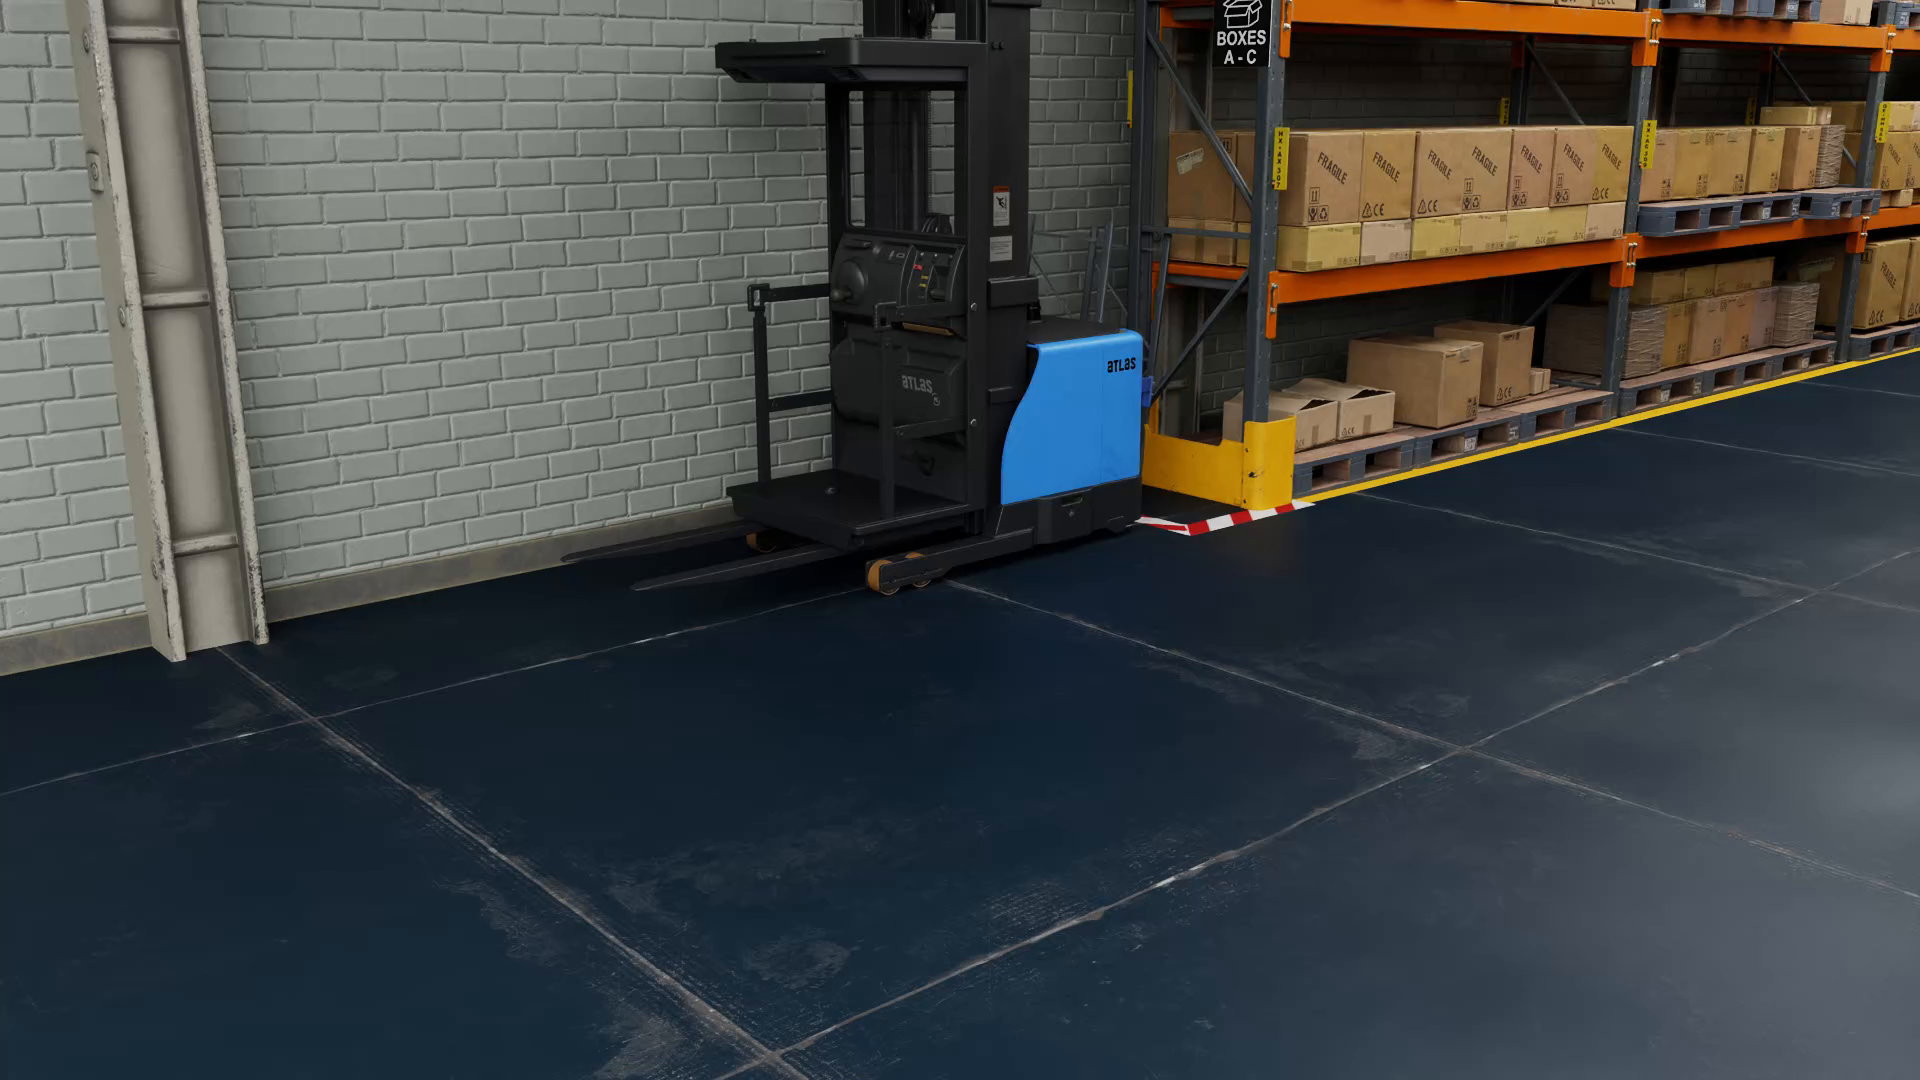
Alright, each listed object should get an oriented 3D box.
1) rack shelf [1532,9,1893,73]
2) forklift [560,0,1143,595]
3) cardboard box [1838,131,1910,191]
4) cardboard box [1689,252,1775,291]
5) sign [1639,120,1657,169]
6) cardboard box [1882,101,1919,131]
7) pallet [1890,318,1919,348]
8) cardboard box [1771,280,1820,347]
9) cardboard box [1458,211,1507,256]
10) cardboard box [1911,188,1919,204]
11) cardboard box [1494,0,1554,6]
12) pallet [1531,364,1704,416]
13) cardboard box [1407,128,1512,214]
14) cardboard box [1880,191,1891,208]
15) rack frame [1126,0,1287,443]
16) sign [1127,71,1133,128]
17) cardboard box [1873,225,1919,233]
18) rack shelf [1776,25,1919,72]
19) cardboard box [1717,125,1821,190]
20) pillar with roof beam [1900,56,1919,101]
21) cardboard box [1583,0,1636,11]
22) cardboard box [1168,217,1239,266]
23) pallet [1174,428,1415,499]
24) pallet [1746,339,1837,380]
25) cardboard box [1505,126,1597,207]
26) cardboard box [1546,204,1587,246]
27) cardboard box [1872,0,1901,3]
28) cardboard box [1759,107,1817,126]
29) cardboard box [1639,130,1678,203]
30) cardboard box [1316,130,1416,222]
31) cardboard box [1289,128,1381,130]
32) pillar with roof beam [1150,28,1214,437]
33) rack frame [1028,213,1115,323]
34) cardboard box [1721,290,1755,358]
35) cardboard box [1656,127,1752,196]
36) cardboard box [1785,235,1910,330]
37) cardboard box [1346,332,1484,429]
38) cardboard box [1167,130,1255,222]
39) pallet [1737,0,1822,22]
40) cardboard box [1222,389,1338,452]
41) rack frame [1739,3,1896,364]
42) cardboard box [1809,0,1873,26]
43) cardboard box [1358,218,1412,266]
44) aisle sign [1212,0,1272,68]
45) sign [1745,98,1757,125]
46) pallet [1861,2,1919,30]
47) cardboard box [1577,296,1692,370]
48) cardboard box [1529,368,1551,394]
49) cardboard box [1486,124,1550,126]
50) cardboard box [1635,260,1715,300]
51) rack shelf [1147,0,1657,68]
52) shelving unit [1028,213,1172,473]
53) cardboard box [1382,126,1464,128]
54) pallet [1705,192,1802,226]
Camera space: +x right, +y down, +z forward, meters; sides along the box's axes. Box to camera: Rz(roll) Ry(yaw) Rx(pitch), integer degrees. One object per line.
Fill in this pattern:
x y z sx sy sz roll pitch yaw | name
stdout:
5.891 -3.856 12.955 4.000 0.370 1.077 -13 19 -39 | rack shelf
-0.467 -1.310 7.973 3.031 2.935 1.130 -13 20 -40 | forklift
7.934 -3.327 14.586 0.500 0.500 0.500 -12 19 -38 | cardboard box
6.419 -2.244 13.877 0.500 0.250 0.500 -12 19 -38 | cardboard box
4.744 -2.730 11.479 0.005 0.325 0.100 -13 19 -39 | sign
8.316 -3.775 14.809 0.500 0.250 0.500 -13 20 -40 | cardboard box
8.963 -2.071 16.093 1.213 0.211 1.003 -13 19 -39 | pallet
6.890 -1.966 14.289 0.500 0.500 0.700 -12 19 -39 | cardboard box
3.094 -1.957 10.517 0.500 0.250 0.500 -12 19 -39 | cardboard box
8.550 -3.174 15.268 0.250 0.149 0.380 -12 19 -38 | cardboard box
3.380 -3.605 10.388 0.500 0.500 0.500 -14 20 -41 | cardboard box
4.968 -1.201 12.836 1.213 0.211 1.003 -13 19 -39 | pallet
3.077 -2.318 10.413 0.500 0.500 0.500 -12 19 -38 | cardboard box
7.996 -3.033 14.741 0.250 0.149 0.380 -12 19 -39 | cardboard box
1.364 -1.738 9.444 0.127 3.000 1.000 -13 19 -39 | rack frame
1.015 -2.562 9.671 0.005 0.325 0.100 -13 19 -39 | sign
9.343 -2.649 16.205 0.750 0.750 0.750 -12 19 -38 | cardboard box
8.908 -4.534 15.492 4.000 0.370 1.077 -13 19 -39 | rack shelf
6.648 -3.173 13.769 0.700 0.500 0.500 14 20 42 | cardboard box
13.203 -6.118 14.217 0.400 9.000 9.100 -13 19 -39 | pillar with roof beam
4.161 -3.789 11.077 0.500 0.500 0.500 -12 19 -38 | cardboard box
1.590 -1.792 9.899 0.500 0.250 0.500 -12 19 -39 | cardboard box
2.058 -0.534 10.342 1.213 0.211 1.003 -13 19 -39 | pallet
6.809 -1.614 14.383 1.213 0.211 1.003 -13 19 -39 | pallet
3.855 -2.489 11.055 0.500 0.500 0.500 -13 20 -40 | cardboard box
3.842 -2.131 11.167 0.500 0.250 0.500 -13 19 -39 | cardboard box
7.721 -4.895 14.405 0.700 0.500 0.500 14 21 43 | cardboard box
6.926 -3.546 13.909 0.380 0.149 0.250 12 19 38 | cardboard box
4.788 -2.756 12.209 0.500 0.500 0.700 -13 19 -39 | cardboard box
2.301 -2.142 9.754 0.500 0.500 0.500 -13 19 -39 | cardboard box
2.354 -2.331 10.461 0.500 0.500 0.500 -13 20 -41 | cardboard box
4.151 -4.085 6.607 0.400 9.000 9.100 -13 19 -39 | pillar with roof beam
0.512 -0.994 9.037 0.500 1.500 0.032 10 10 23 | rack frame
6.069 -1.812 13.711 0.500 0.500 0.700 -13 20 -40 | cardboard box
5.691 -2.967 12.999 0.500 0.500 0.700 -10 18 -32 | cardboard box
8.040 -2.357 15.112 0.750 0.750 0.750 -13 20 -40 | cardboard box
2.962 -1.054 10.874 0.500 0.500 0.700 -14 21 -43 | cardboard box
1.580 -2.159 9.818 0.500 0.500 0.500 -13 20 -40 | cardboard box
5.698 -4.034 12.592 1.003 0.211 1.213 -13 19 -39 | pallet
1.945 -0.751 10.108 0.500 0.311 0.500 13 20 41 | cardboard box
7.399 -3.093 14.518 0.127 3.000 1.000 -13 19 -39 | rack frame
7.033 -4.335 13.486 0.500 0.311 0.500 -13 19 -39 | cardboard box
2.323 -1.787 9.879 0.500 0.250 0.500 -13 20 -41 | cardboard box
1.507 -2.923 8.845 0.004 0.787 0.394 -13 19 -39 | aisle sign
7.033 -3.760 14.771 0.005 0.325 0.100 -13 19 -39 | sign
7.850 -4.571 14.602 1.003 0.211 1.213 -12 19 -37 | pallet
5.283 -1.646 13.090 0.500 0.500 0.700 -13 20 -40 | cardboard box
3.998 -1.163 11.929 0.380 0.166 0.250 13 20 40 | cardboard box
3.890 -2.676 11.755 0.500 0.500 0.500 -13 20 -41 | cardboard box
5.646 -2.075 13.244 0.500 0.250 0.500 -13 20 -41 | cardboard box
2.873 -3.179 10.419 4.000 0.370 1.077 -13 19 -39 | rack shelf
0.722 -1.048 9.496 0.538 1.500 1.048 10 10 23 | shelving unit
3.118 -2.506 11.118 0.500 0.500 0.500 -12 19 -38 | cardboard box
5.933 -2.657 13.257 1.213 0.211 1.003 -13 19 -39 | pallet
